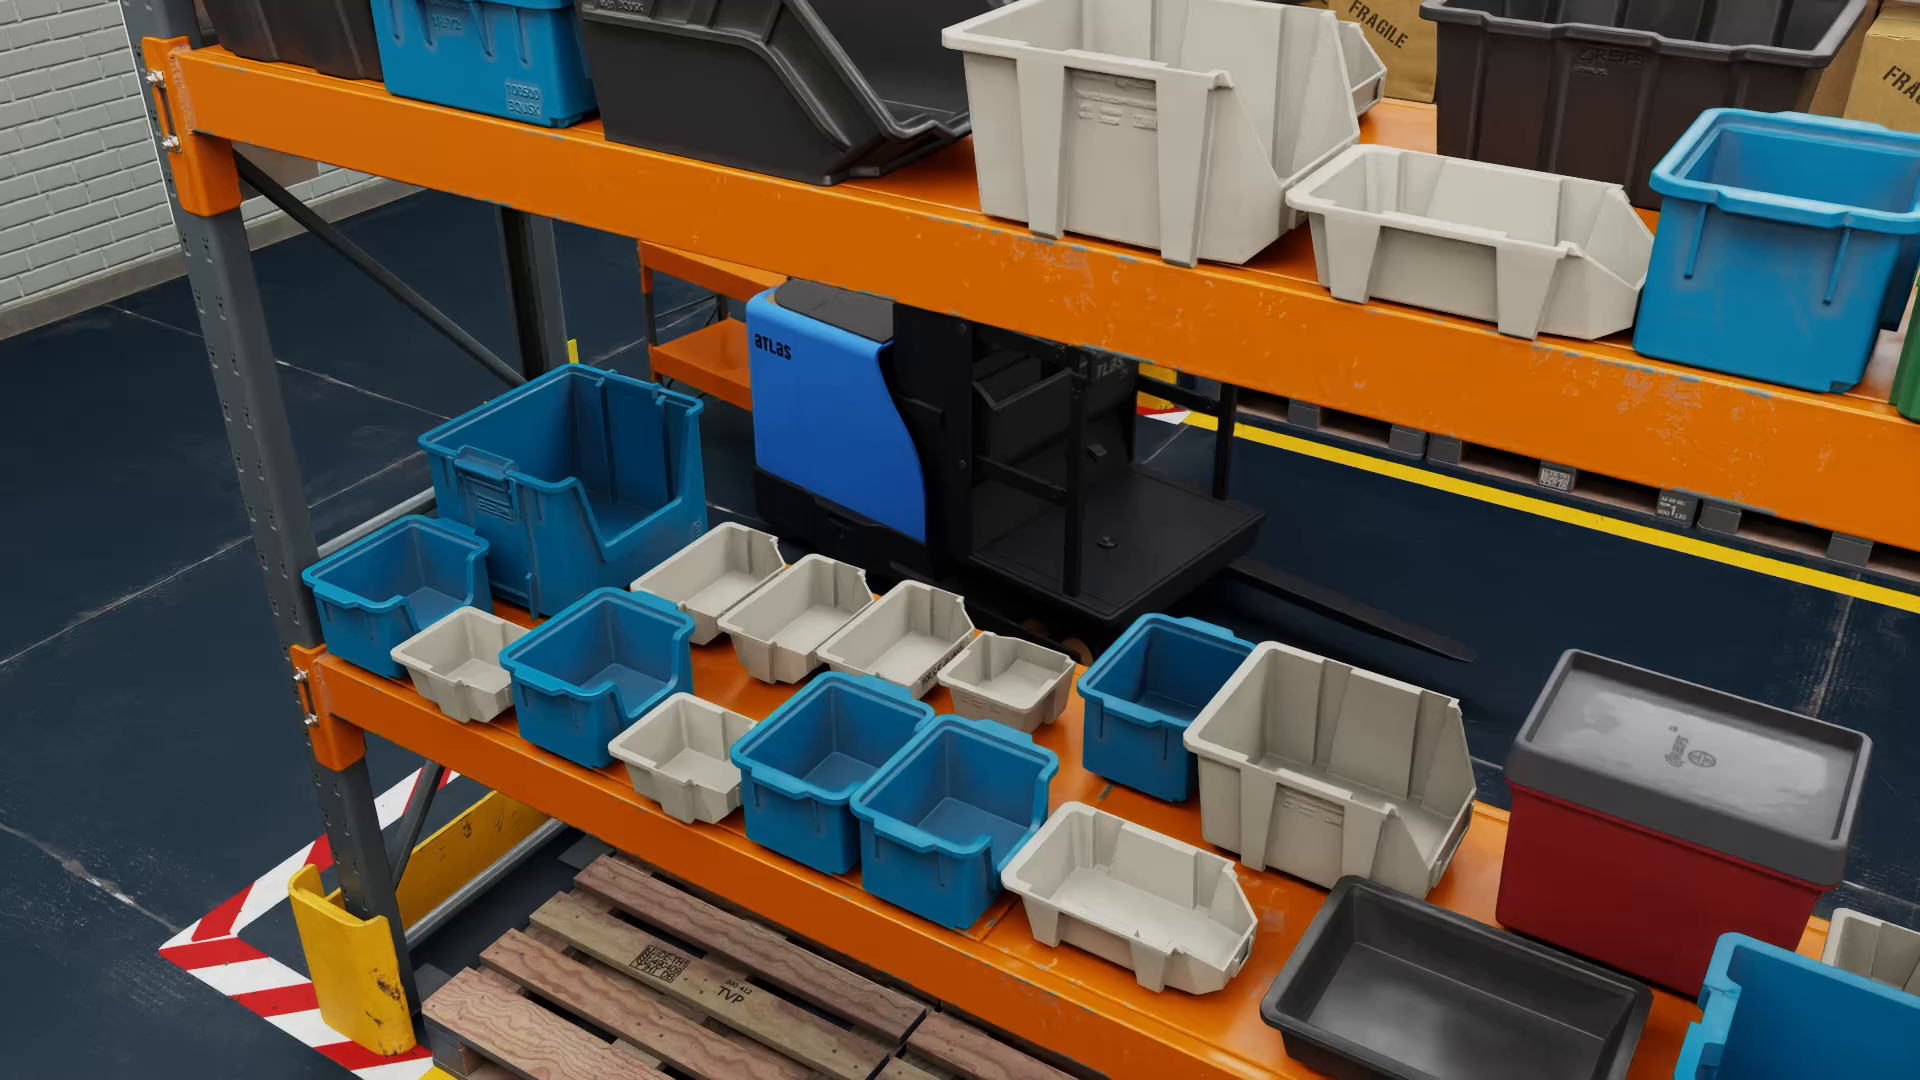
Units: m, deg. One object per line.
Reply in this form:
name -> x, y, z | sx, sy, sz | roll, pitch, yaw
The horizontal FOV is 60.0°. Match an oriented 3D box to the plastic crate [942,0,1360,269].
plastic crate -> 0.302, -0.626, 2.487 | 0.530, 0.282, 0.437 | 18, 35, 27

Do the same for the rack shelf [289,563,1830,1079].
rack shelf -> 0.282, 0.740, 3.719 | 4.000, 0.370, 1.077 | 18, 35, 27

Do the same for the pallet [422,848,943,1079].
pallet -> -0.734, 1.335, 4.752 | 1.213, 0.211, 1.003 | 18, 35, 27

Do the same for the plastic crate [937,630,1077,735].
plastic crate -> 0.123, 0.342, 3.889 | 0.250, 0.136, 0.298 | 18, 35, 27

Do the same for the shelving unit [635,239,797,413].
shelving unit -> -0.948, -0.961, 7.782 | 1.048, 1.125, 0.538 | 24, 38, 35

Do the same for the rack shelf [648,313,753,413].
rack shelf -> -0.948, -0.750, 7.905 | 1.000, 0.278, 0.538 | 24, 38, 35

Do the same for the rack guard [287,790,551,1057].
rack guard -> -1.439, 0.972, 5.088 | 0.348, 0.500, 1.175 | 18, 35, 27

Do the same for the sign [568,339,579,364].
sign -> -1.133, -0.416, 4.825 | 0.005, 0.325, 0.100 | 18, 35, 27

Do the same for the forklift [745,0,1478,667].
forklift -> 0.540, -1.027, 6.102 | 3.031, 2.935, 1.130 | 24, 38, 35

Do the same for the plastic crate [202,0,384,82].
plastic crate -> -1.234, -1.124, 3.352 | 0.590, 0.269, 0.497 | 18, 35, 27

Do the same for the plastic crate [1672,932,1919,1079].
plastic crate -> 1.400, 0.966, 2.573 | 0.575, 0.384, 0.392 | 18, 35, 27

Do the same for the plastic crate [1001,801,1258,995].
plastic crate -> 0.342, 0.715, 3.250 | 0.466, 0.136, 0.293 | 18, 35, 27

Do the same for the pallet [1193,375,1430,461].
pallet -> 1.940, -0.835, 8.472 | 1.213, 0.211, 1.003 | 18, 35, 27

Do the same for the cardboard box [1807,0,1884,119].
cardboard box -> 3.484, -2.047, 6.891 | 0.500, 0.500, 0.500 | 16, 34, 26

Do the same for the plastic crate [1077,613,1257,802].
plastic crate -> 0.464, 0.380, 3.728 | 0.300, 0.233, 0.416 | 18, 35, 27

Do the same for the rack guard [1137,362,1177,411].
rack guard -> 1.201, -1.147, 8.720 | 0.348, 0.500, 1.175 | 18, 35, 27

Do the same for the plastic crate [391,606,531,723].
plastic crate -> -1.150, 0.309, 3.945 | 0.298, 0.136, 0.250 | 18, 35, 27

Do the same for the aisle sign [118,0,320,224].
aisle sign -> -1.630, -1.122, 3.617 | 0.004, 0.787, 0.394 | 18, 35, 27

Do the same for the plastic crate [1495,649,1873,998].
plastic crate -> 1.353, 0.565, 3.182 | 0.583, 0.464, 0.402 | 18, 35, 27

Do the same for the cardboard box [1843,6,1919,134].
cardboard box -> 3.656, -1.682, 6.265 | 0.500, 0.500, 0.500 | 18, 35, 28

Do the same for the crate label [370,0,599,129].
crate label -> -0.802, -0.953, 3.078 | 0.502, 0.251, 0.408 | 18, 35, 27

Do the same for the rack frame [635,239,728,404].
rack frame -> -1.330, -1.130, 8.071 | 0.032, 1.125, 0.500 | 24, 38, 35

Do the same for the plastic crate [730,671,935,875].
plastic crate -> -0.262, 0.499, 3.524 | 0.300, 0.233, 0.416 | 18, 35, 27

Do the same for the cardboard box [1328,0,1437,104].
cardboard box -> 1.908, -2.230, 7.206 | 0.500, 0.500, 0.500 | 17, 34, 26

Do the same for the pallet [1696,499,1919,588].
pallet -> 4.007, -0.182, 7.352 | 1.213, 0.211, 1.003 | 18, 35, 27

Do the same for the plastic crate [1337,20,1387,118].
plastic crate -> 0.471, -0.841, 2.999 | 0.530, 0.136, 0.437 | 18, 35, 27

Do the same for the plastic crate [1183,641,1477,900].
plastic crate -> 0.781, 0.502, 3.470 | 0.530, 0.282, 0.437 | 18, 35, 27

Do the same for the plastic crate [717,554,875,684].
plastic crate -> -0.387, 0.206, 4.122 | 0.243, 0.136, 0.396 | 18, 35, 27

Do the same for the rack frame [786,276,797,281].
rack frame -> -0.566, -0.792, 7.492 | 0.032, 1.125, 0.500 | 24, 38, 35

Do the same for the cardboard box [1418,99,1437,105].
cardboard box -> 1.928, -1.904, 7.391 | 0.500, 0.250, 0.500 | 17, 34, 27

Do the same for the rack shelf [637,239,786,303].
rack shelf -> -0.948, -1.214, 7.634 | 1.000, 0.278, 0.538 | 24, 38, 35

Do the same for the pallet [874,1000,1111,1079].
pallet -> 0.295, 1.663, 4.191 | 1.213, 0.211, 1.003 | 18, 35, 27

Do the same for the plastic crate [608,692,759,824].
plastic crate -> -0.575, 0.491, 3.634 | 0.298, 0.136, 0.250 | 18, 35, 27

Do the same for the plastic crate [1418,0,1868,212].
plastic crate -> 1.070, -0.724, 2.667 | 0.590, 0.269, 0.497 | 18, 35, 27

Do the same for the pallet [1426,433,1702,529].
pallet -> 2.970, -0.508, 7.911 | 1.213, 0.211, 1.003 | 18, 35, 27

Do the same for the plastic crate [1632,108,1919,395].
plastic crate -> 1.036, -0.366, 2.090 | 0.300, 0.233, 0.416 | 18, 35, 27

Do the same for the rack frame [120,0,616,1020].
rack frame -> -1.412, -0.107, 4.456 | 0.127, 3.000, 1.000 | 18, 35, 27

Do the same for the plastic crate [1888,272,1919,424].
plastic crate -> 1.457, -0.224, 1.890 | 0.662, 0.188, 0.450 | 18, 35, 27

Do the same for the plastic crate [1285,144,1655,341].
plastic crate -> 0.697, -0.395, 2.235 | 0.466, 0.136, 0.293 | 18, 35, 27

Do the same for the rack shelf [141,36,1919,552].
rack shelf -> 0.282, -0.556, 2.963 | 4.000, 0.370, 1.077 | 18, 35, 27

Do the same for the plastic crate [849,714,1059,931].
plastic crate -> -0.008, 0.580, 3.386 | 0.300, 0.233, 0.416 | 18, 35, 27

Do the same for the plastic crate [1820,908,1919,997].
plastic crate -> 1.658, 0.867, 2.989 | 0.243, 0.136, 0.396 | 18, 35, 27

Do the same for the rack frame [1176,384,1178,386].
rack frame -> 1.222, -2.221, 8.080 | 0.127, 3.000, 1.000 | 18, 35, 27

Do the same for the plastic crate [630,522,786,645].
plastic crate -> -0.625, 0.123, 4.265 | 0.243, 0.136, 0.396 | 18, 35, 27

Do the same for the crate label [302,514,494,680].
crate label -> -1.377, 0.146, 4.129 | 0.303, 0.233, 0.416 | 18, 35, 27

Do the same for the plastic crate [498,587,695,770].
plastic crate -> -0.820, 0.323, 3.827 | 0.300, 0.233, 0.416 | 18, 35, 27

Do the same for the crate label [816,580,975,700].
crate label -> -0.138, 0.271, 4.012 | 0.243, 0.136, 0.396 | 18, 35, 27

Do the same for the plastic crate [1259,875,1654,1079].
plastic crate -> 0.886, 0.873, 2.991 | 0.590, 0.125, 0.437 | 18, 35, 27

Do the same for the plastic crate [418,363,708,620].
plastic crate -> -1.029, -0.138, 4.415 | 0.499, 0.435, 0.616 | 18, 35, 27

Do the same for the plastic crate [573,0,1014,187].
plastic crate -> -0.264, -0.849, 2.813 | 0.767, 0.338, 0.504 | 18, 35, 27

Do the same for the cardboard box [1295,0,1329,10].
cardboard box -> 1.774, -2.590, 7.822 | 0.500, 0.500, 0.500 | 18, 35, 28

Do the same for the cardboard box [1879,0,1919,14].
cardboard box -> 3.927, -1.909, 6.655 | 0.500, 0.500, 0.500 | 18, 35, 27
